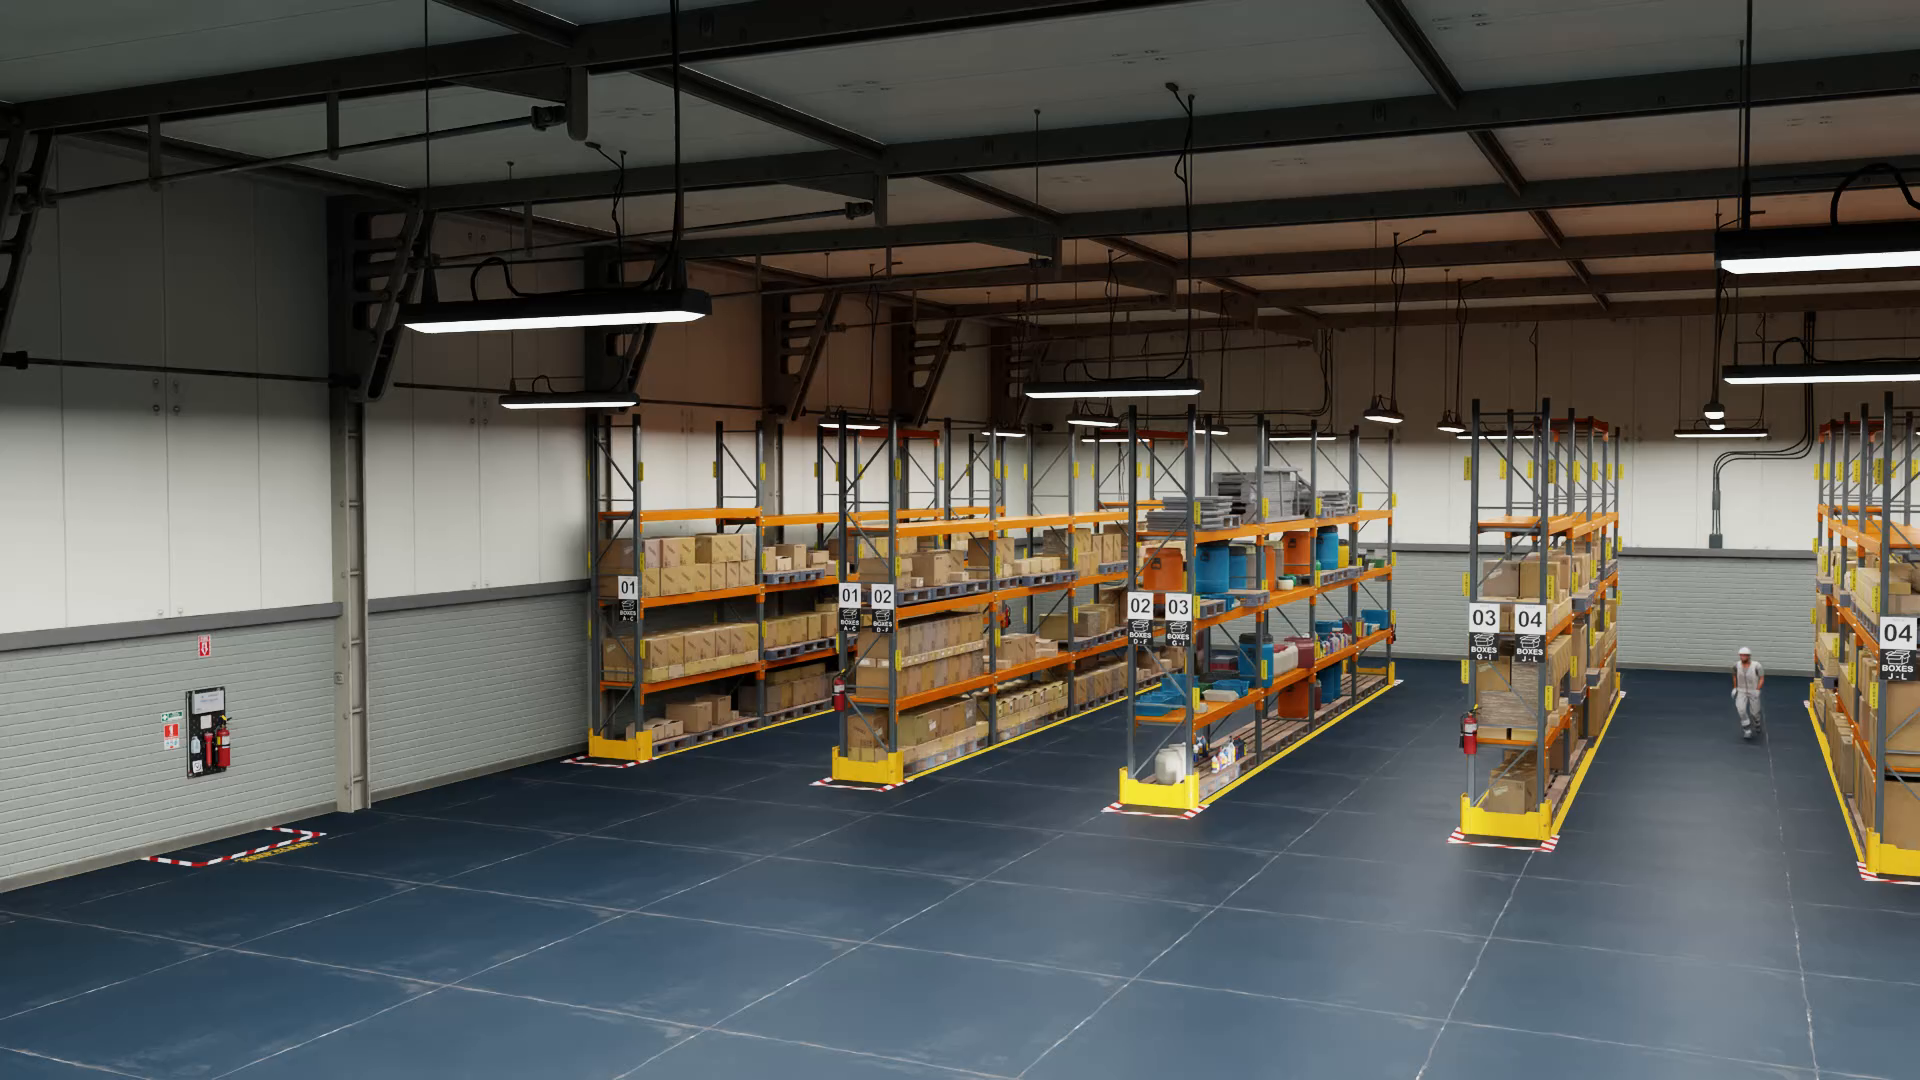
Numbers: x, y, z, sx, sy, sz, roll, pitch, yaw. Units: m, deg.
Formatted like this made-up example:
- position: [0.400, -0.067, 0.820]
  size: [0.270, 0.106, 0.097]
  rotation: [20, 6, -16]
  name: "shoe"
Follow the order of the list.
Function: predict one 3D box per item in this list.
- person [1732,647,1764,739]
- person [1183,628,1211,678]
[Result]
- position: [14.889, 2.865, 31.425]
  size: [0.592, 1.698, 0.796]
  rotation: [2, 3, 38]
  name: "person"
- position: [5.351, 2.550, 37.781]
  size: [0.597, 1.741, 0.988]
  rotation: [1, 3, 30]
  name: "person"
